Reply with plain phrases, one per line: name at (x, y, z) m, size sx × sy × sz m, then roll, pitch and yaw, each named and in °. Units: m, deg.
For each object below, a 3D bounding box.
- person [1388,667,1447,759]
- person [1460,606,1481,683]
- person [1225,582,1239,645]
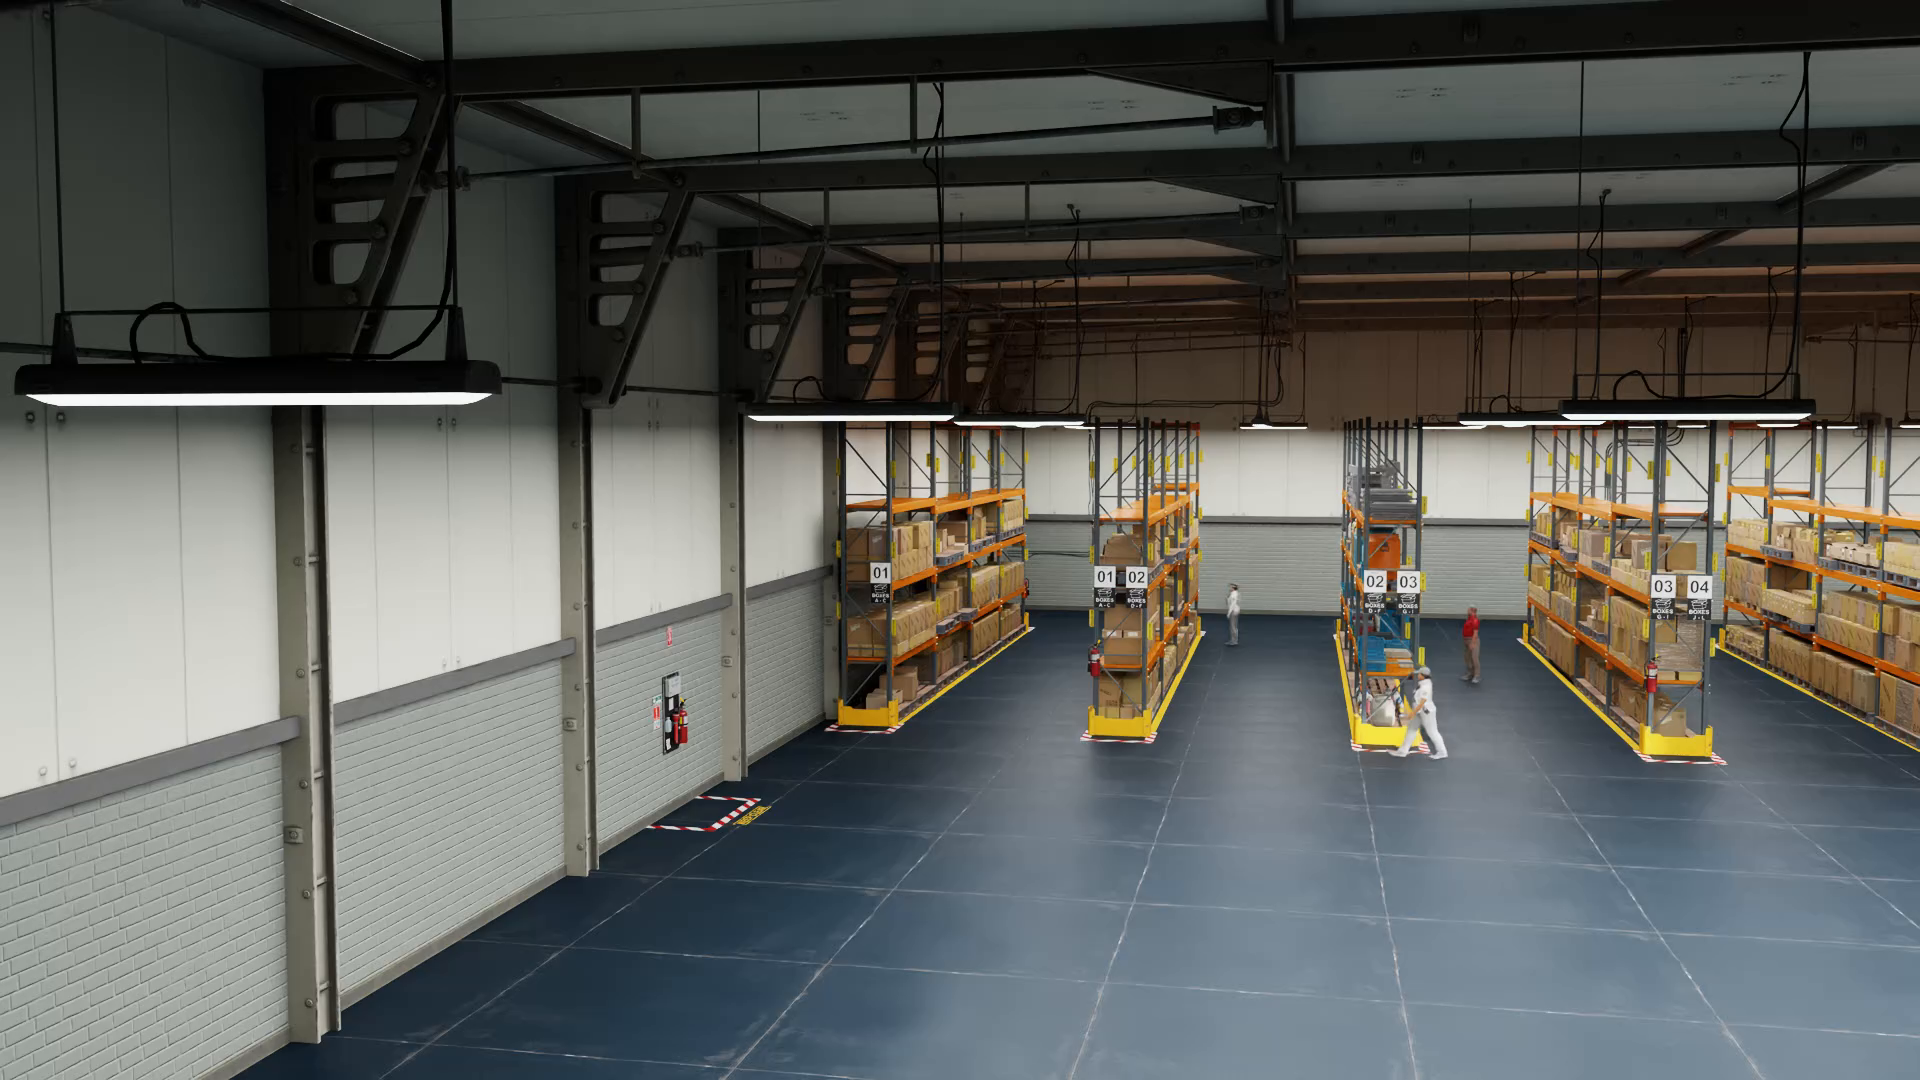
person at (8.022, 3.012, 29.017) m, size 0.971 × 1.612 × 0.489 m, roll 0°, pitch 4°, yaw -5°
person at (11.776, 2.394, 38.264) m, size 0.373 × 1.763 × 0.573 m, roll -1°, pitch 4°, yaw -16°
person at (7.309, 1.980, 44.700) m, size 0.364 × 1.683 × 0.498 m, roll 1°, pitch 4°, yaw 15°
